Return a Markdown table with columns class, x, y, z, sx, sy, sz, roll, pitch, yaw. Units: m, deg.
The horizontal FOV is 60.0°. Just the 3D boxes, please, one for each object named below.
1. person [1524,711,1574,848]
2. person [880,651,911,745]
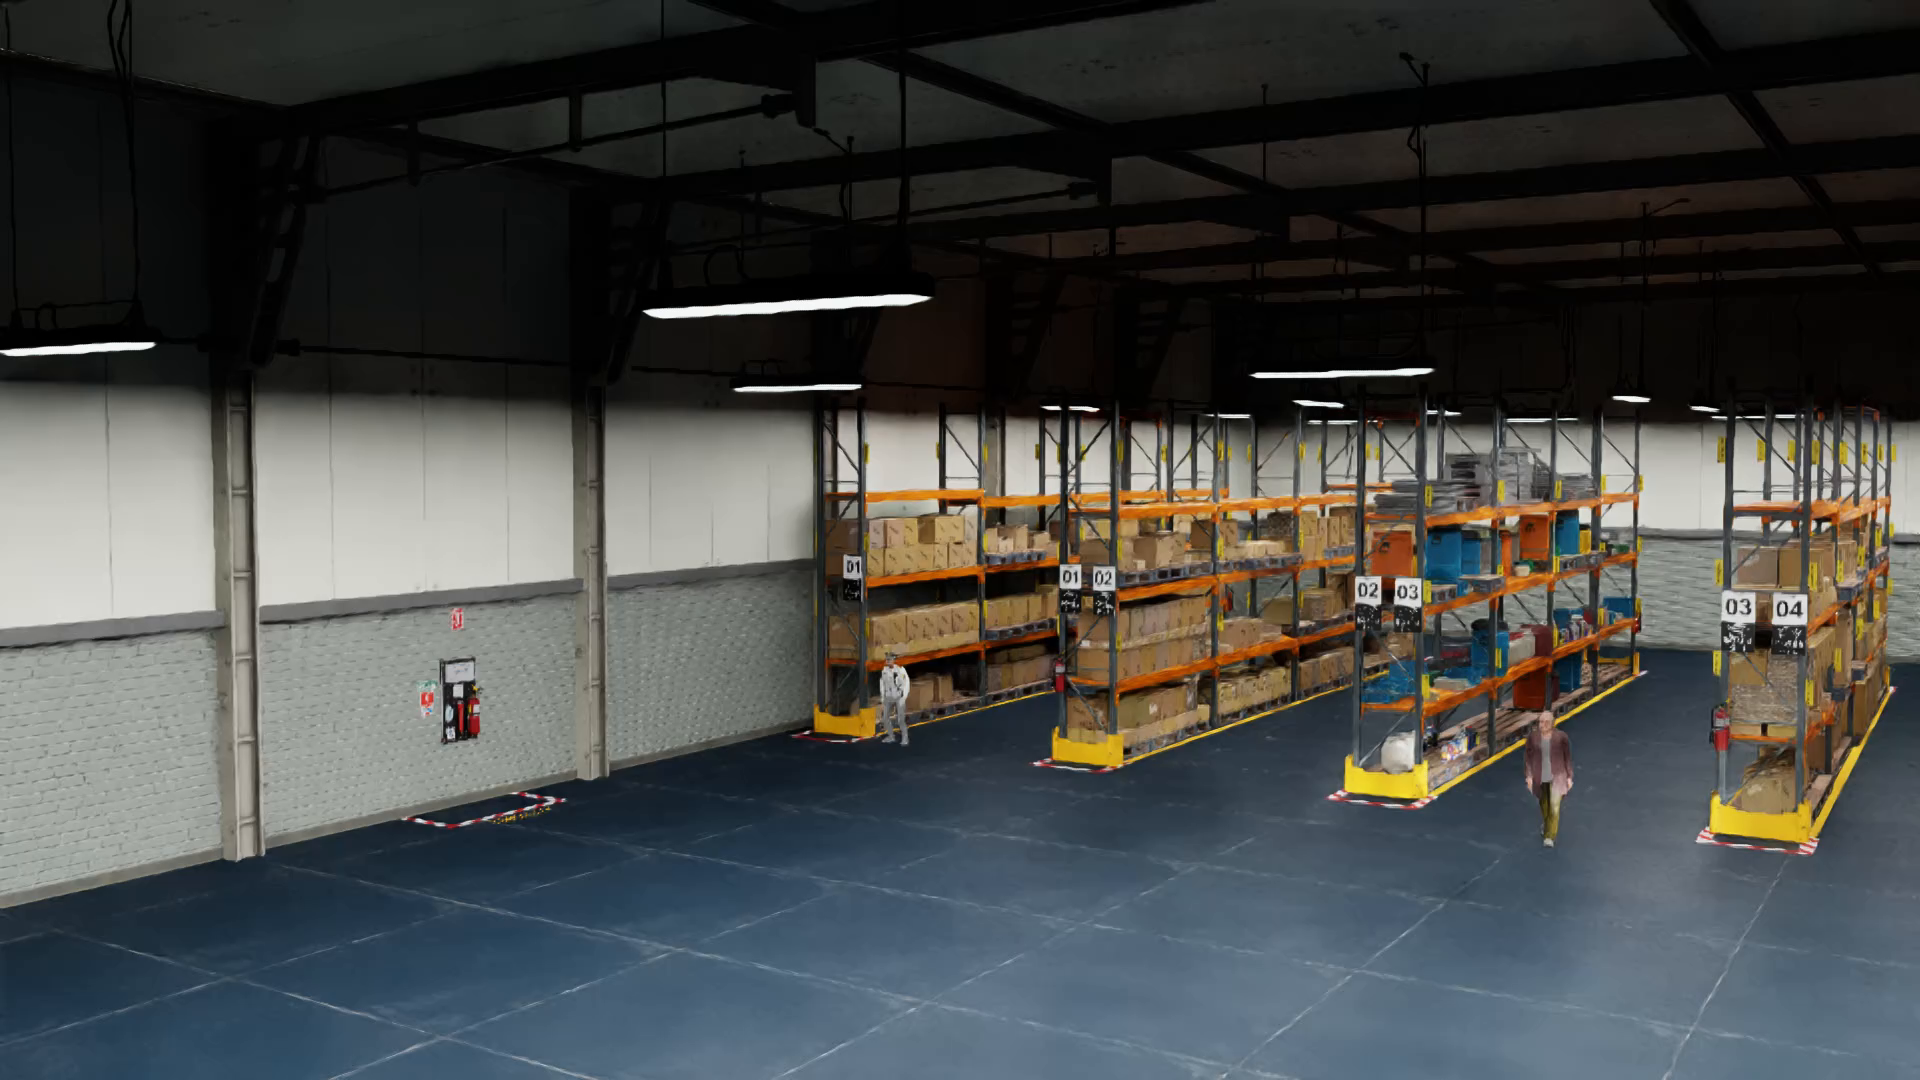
| class | x | y | z | sx | sy | sz | roll | pitch | yaw |
| --- | --- | --- | --- | --- | --- | --- | --- | --- | --- |
| person | 7.495 | 3.075 | 21.243 | 0.598 | 1.583 | 1.193 | 2 | 4 | 34 |
| person | -1.118 | 2.699 | 28.495 | 0.639 | 1.627 | 0.502 | 2 | 3 | 31 |
